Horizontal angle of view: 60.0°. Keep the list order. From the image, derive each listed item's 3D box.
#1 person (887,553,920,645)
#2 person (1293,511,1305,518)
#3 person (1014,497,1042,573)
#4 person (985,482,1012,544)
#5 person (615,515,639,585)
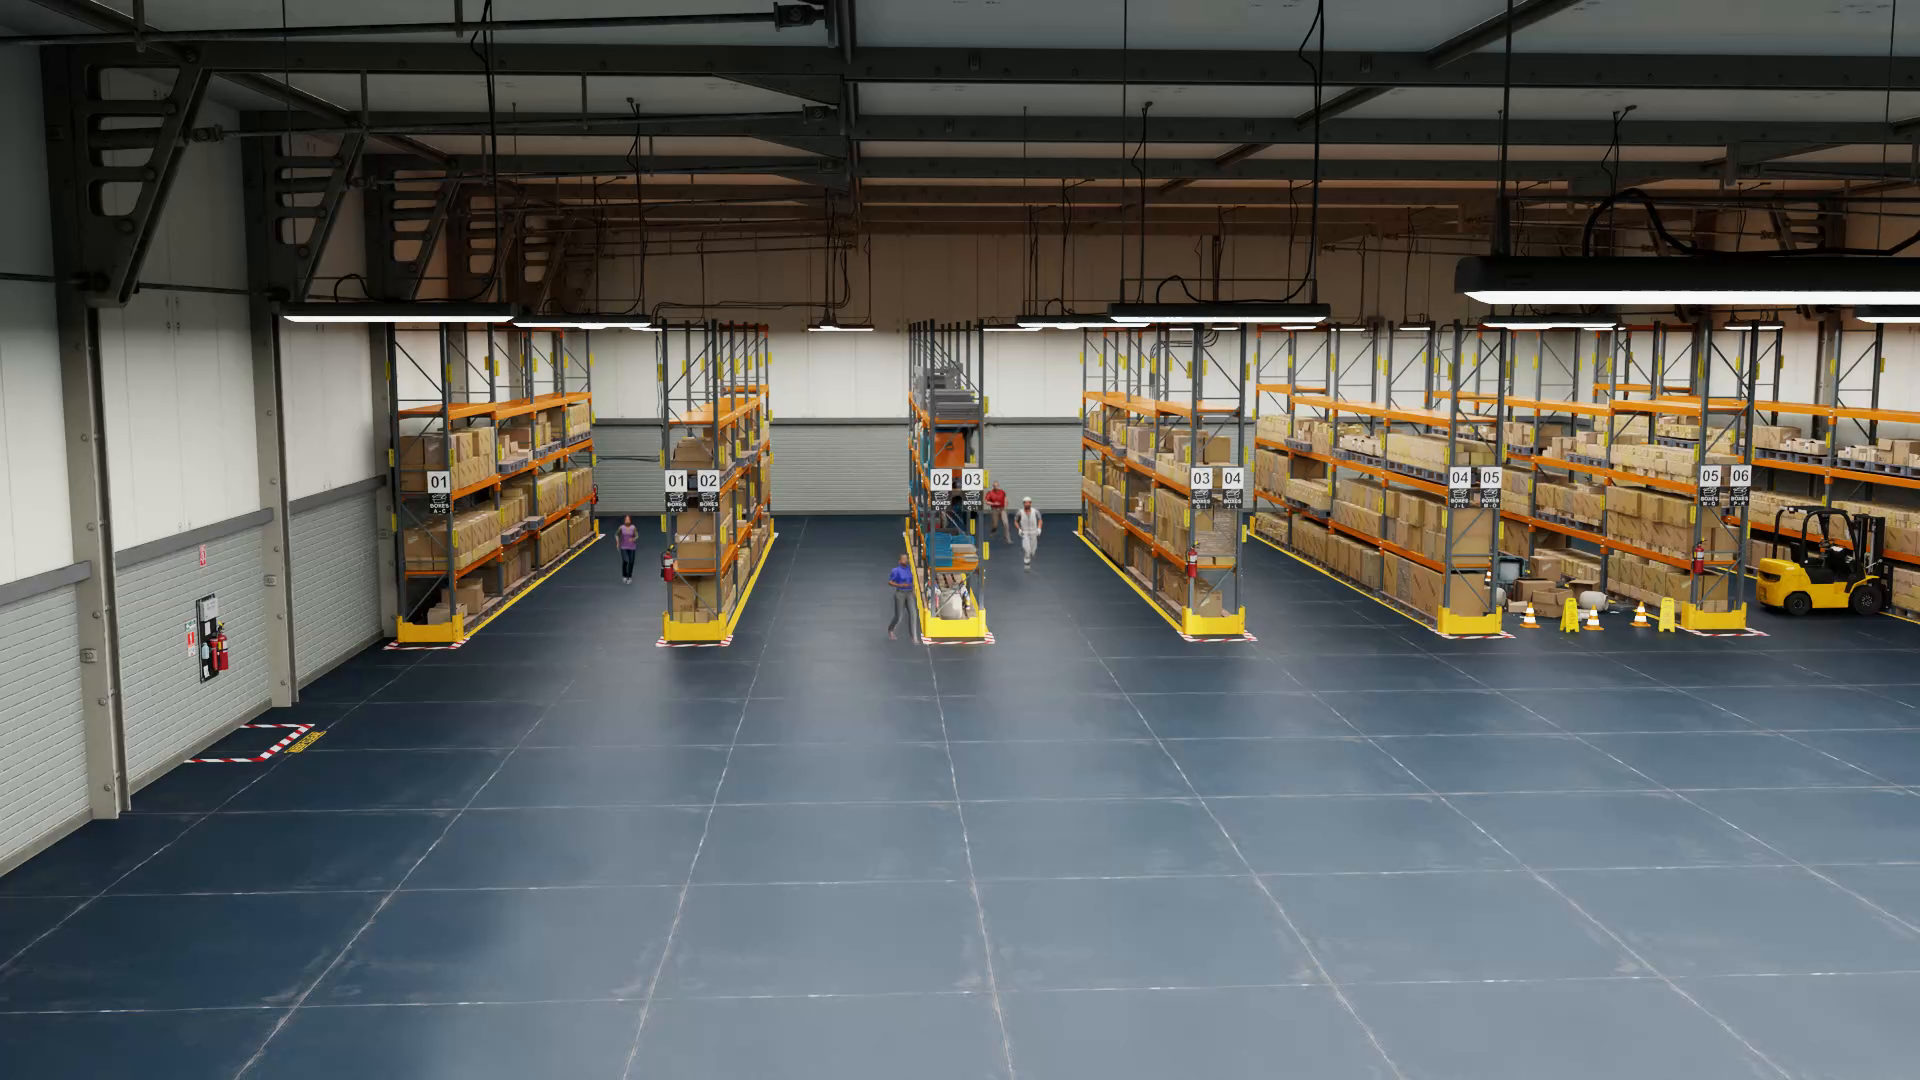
[{"bbox_3d":[-1.095,1.056,30.980,0.586,1.620,0.707,-5,8,-33],"label":"person"},{"bbox_3d":[9.801,-1.150,48.747,0.830,1.753,0.715,6,9,38],"label":"person"},{"bbox_3d":[1.560,-0.131,38.207,0.656,1.746,0.675,-1,7,-5],"label":"person"},{"bbox_3d":[1.022,-0.757,45.930,0.689,1.704,0.889,-2,7,-15],"label":"person"},{"bbox_3d":[-7.615,0.227,38.090,0.506,1.592,0.662,-2,7,-19],"label":"person"}]
